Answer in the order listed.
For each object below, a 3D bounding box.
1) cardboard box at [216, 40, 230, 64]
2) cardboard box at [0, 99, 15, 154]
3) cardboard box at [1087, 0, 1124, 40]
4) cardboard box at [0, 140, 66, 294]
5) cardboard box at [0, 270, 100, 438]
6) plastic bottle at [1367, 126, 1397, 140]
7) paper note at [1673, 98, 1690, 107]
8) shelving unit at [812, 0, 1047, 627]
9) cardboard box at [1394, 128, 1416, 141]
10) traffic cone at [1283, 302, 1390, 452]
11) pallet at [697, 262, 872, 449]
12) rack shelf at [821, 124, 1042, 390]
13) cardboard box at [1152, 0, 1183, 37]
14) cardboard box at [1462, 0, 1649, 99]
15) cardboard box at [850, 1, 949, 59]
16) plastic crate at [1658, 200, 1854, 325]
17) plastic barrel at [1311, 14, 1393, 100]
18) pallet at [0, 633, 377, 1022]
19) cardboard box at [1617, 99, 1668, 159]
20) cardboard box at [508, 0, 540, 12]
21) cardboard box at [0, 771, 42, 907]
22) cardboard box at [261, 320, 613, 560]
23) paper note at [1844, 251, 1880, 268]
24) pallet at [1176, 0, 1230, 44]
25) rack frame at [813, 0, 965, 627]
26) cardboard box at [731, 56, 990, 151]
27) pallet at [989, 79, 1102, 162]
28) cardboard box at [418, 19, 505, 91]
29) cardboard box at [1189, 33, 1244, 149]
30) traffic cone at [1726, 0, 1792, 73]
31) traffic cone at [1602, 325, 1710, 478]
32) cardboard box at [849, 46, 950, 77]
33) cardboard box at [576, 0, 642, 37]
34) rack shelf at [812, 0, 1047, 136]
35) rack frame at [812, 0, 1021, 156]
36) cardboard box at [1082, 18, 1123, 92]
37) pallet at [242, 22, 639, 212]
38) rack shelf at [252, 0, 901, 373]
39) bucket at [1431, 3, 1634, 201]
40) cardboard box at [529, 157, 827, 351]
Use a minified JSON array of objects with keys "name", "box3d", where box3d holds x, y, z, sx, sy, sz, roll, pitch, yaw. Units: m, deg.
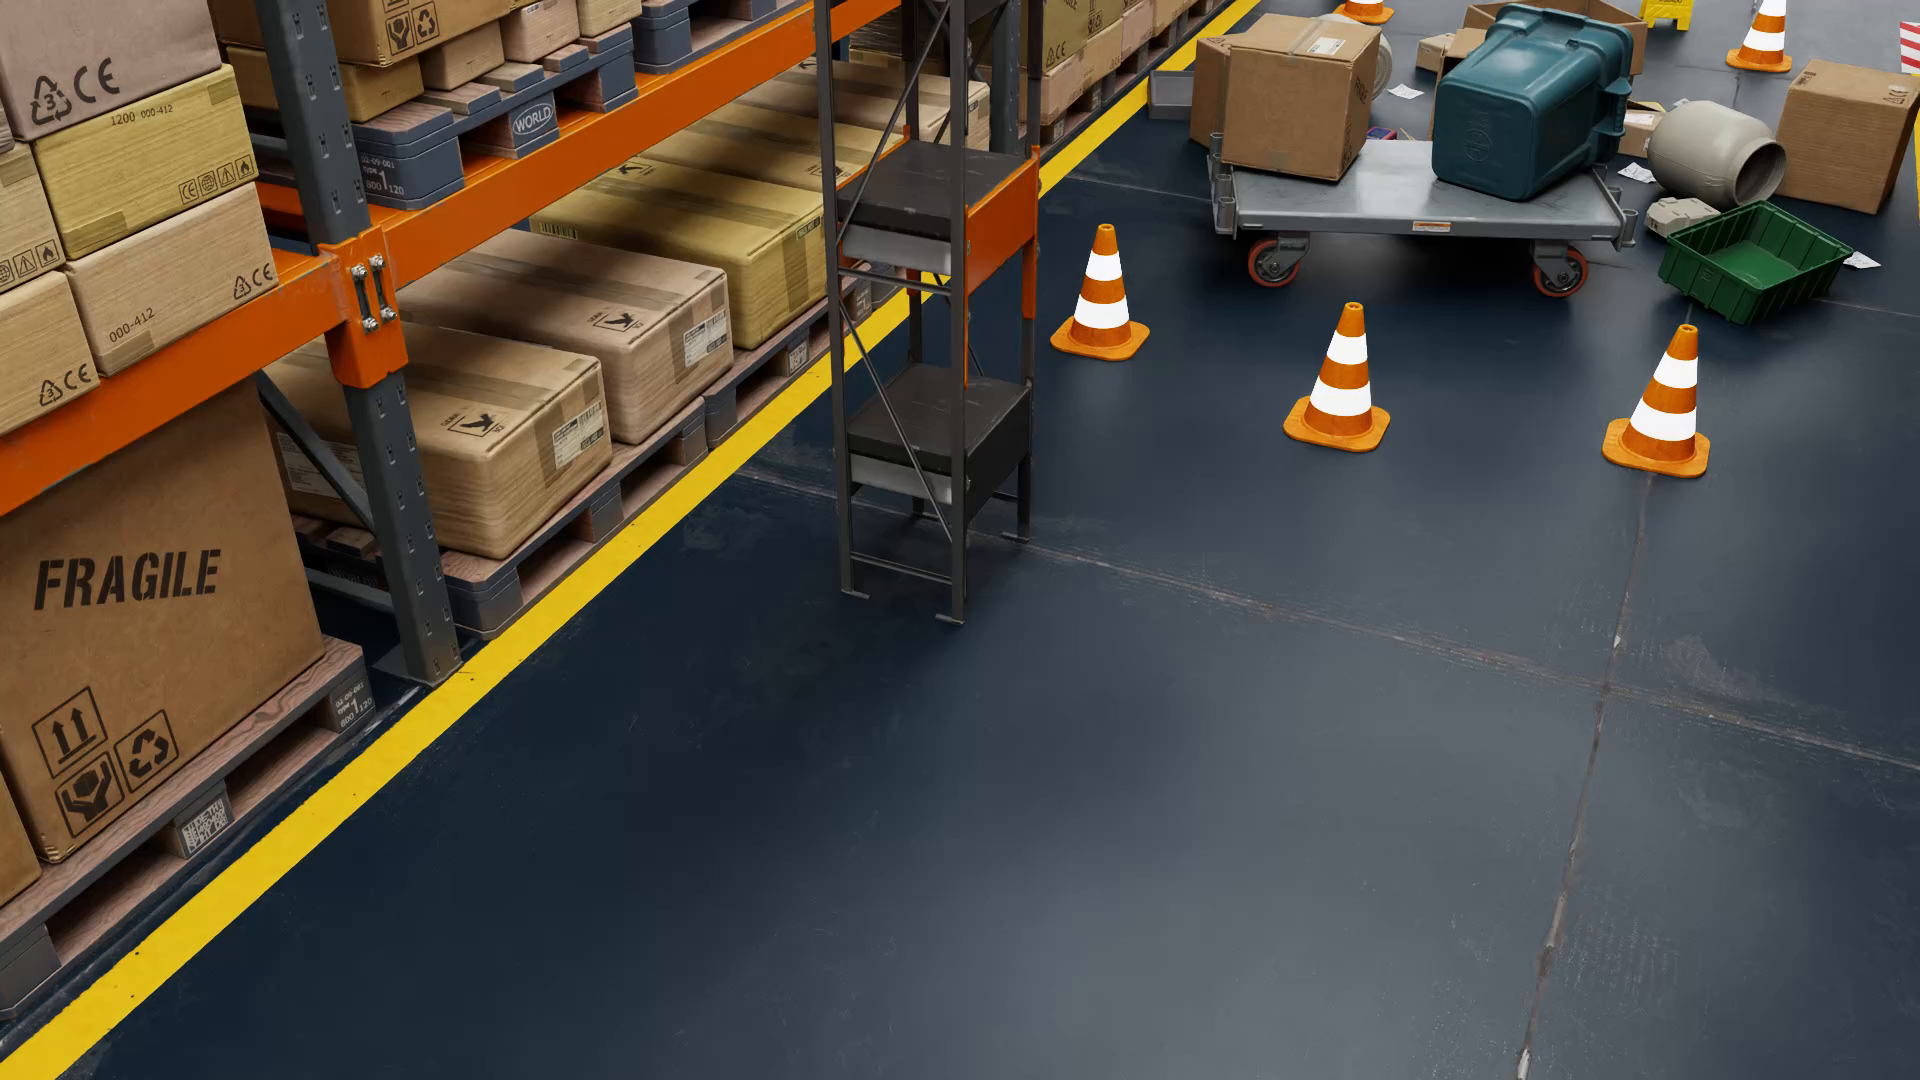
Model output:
[{"name":"cardboard box","box3d":[-1.960,-1.269,4.297,0.380,0.149,0.250,16,36,22]},{"name":"cardboard box","box3d":[-2.070,-0.867,2.833,0.500,0.500,0.500,15,36,21]},{"name":"cardboard box","box3d":[0.495,-2.814,8.247,0.500,0.500,0.500,16,36,22]},{"name":"cardboard box","box3d":[-2.067,-0.572,3.068,0.500,0.250,0.500,13,36,19]},{"name":"cardboard box","box3d":[-2.059,-0.349,3.184,0.500,0.250,0.500,15,36,21]},{"name":"plastic bottle","box3d":[2.033,-1.958,8.180,0.133,0.061,0.283,21,39,28]},{"name":"paper note","box3d":[3.821,-2.268,8.682,0.144,0.017,0.142,29,43,36]},{"name":"shelving unit","box3d":[-0.069,-0.796,4.549,0.431,2.100,0.503,14,36,20]},{"name":"cardboard box","box3d":[2.080,-1.744,7.667,0.258,0.266,0.396,-9,34,-13]},{"name":"traffic cone","box3d":[1.329,-0.600,5.744,0.336,0.463,0.334,14,36,20]},{"name":"pallet","box3d":[-1.044,-0.810,6.293,1.003,0.211,1.213,14,36,20]},{"name":"rack shelf","box3d":[-0.069,-0.784,4.556,0.431,0.518,0.480,14,36,20]},{"name":"cardboard box","box3d":[0.932,-3.009,9.229,0.500,0.250,0.500,13,35,19]},{"name":"cardboard box","box3d":[3.028,-2.466,8.553,0.797,0.503,0.637,-9,34,-13]},{"name":"cardboard box","box3d":[-0.206,-2.669,8.026,0.500,0.500,0.500,14,36,20]},{"name":"plastic crate","box3d":[3.211,-1.124,6.740,0.662,0.188,0.450,-21,49,-29]},{"name":"plastic barrel","box3d":[1.974,-2.513,8.696,0.421,0.421,0.512,-15,36,-21]},{"name":"pallet","box3d":[-2.282,0.560,4.204,1.003,0.211,1.213,14,36,20]},{"name":"cardboard box","box3d":[3.374,-2.024,8.094,0.396,0.266,0.258,21,39,28]},{"name":"cardboard box","box3d":[-1.274,-1.756,4.447,0.500,0.500,0.500,16,37,23]},{"name":"cardboard box","box3d":[-2.625,0.499,3.307,0.875,0.875,0.875,15,36,21]},{"name":"cardboard box","box3d":[-1.638,-0.338,5.043,0.950,0.372,0.625,12,35,17]},{"name":"paper note","box3d":[3.787,-1.190,7.036,0.147,0.020,0.142,-9,34,-13]},{"name":"pallet","box3d":[1.059,-3.366,10.190,1.003,0.211,1.213,14,36,20]},{"name":"rack frame","box3d":[-0.171,-0.674,4.363,0.400,2.100,0.015,14,36,20]},{"name":"cardboard box","box3d":[-0.427,-1.789,7.256,0.950,0.372,0.625,15,36,21]},{"name":"pallet","box3d":[0.039,-2.150,8.337,1.003,0.211,1.213,14,36,20]},{"name":"cardboard box","box3d":[-1.430,-1.305,4.350,0.380,0.149,0.250,12,35,18]},{"name":"cardboard box","box3d":[1.474,-2.151,8.072,0.500,0.500,0.500,-15,36,-21]},{"name":"traffic cone","box3d":[4.490,-2.881,9.222,0.336,0.463,0.334,14,36,20]},{"name":"traffic cone","box3d":[2.395,-0.506,5.600,0.336,0.463,0.334,14,36,20]},{"name":"cardboard box","box3d":[-0.207,-2.356,8.232,0.500,0.250,0.500,16,36,23]},{"name":"cardboard box","box3d":[-1.140,-1.563,4.744,0.380,0.149,0.250,14,36,21]},{"name":"rack shelf","box3d":[-0.069,-1.370,4.172,0.431,0.518,0.480,14,36,20]},{"name":"rack frame","box3d":[-0.210,-2.974,7.050,1.000,3.000,0.127,14,36,20]},{"name":"cardboard box","box3d":[0.495,-2.500,8.452,0.500,0.250,0.500,16,37,23]},{"name":"pallet","box3d":[-1.682,-1.281,4.643,1.213,0.211,1.003,14,36,20]},{"name":"rack shelf","box3d":[-1.047,-1.677,5.728,1.077,0.370,4.000,14,36,20]},{"name":"bucket","box3d":[2.291,-1.752,6.785,0.726,0.611,0.620,29,53,36]},{"name":"cardboard box","box3d":[-1.014,-1.083,6.180,0.950,0.372,0.625,15,36,22]}]
